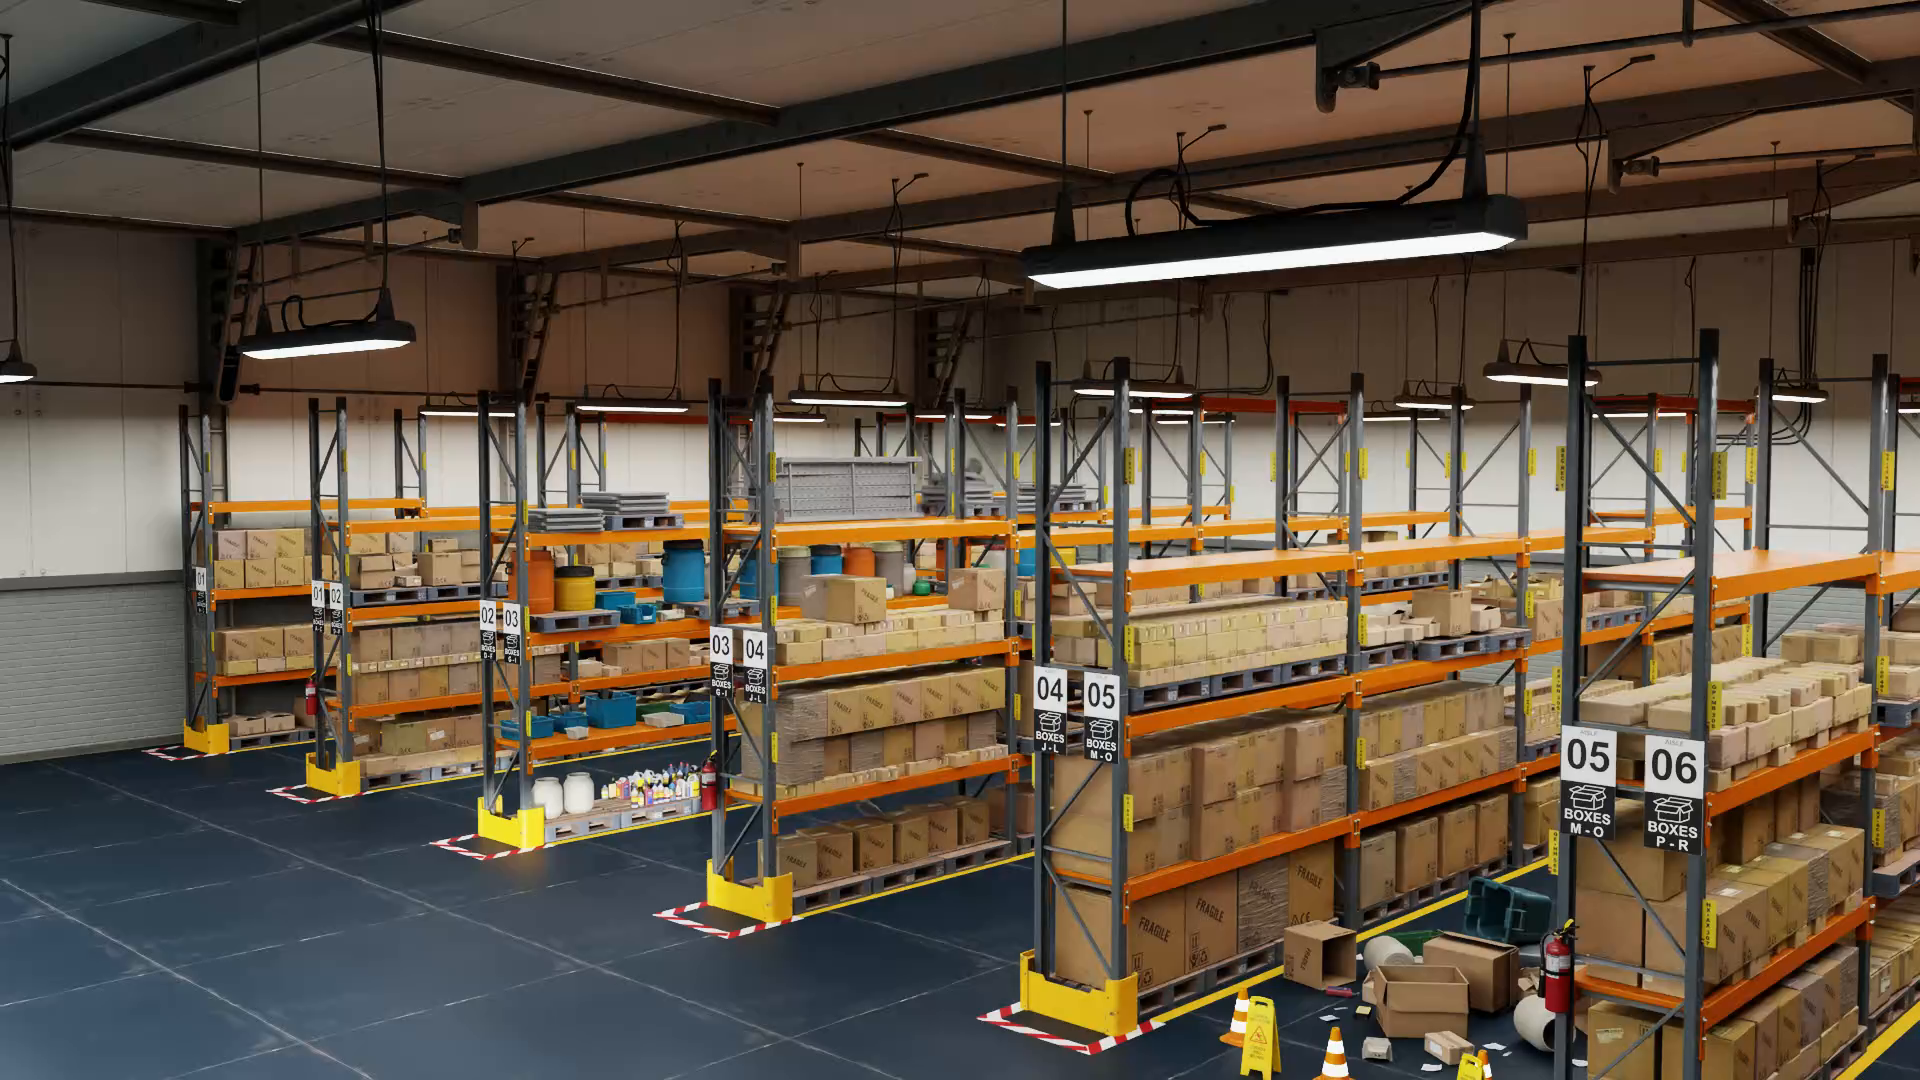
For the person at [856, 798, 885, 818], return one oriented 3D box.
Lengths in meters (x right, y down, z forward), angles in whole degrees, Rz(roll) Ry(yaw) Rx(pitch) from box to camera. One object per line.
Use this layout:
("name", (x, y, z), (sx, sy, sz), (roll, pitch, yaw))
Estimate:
("person", (-1.245, 3.160, 22.227), (0.572, 1.662, 0.560), (-3, 4, -41))
